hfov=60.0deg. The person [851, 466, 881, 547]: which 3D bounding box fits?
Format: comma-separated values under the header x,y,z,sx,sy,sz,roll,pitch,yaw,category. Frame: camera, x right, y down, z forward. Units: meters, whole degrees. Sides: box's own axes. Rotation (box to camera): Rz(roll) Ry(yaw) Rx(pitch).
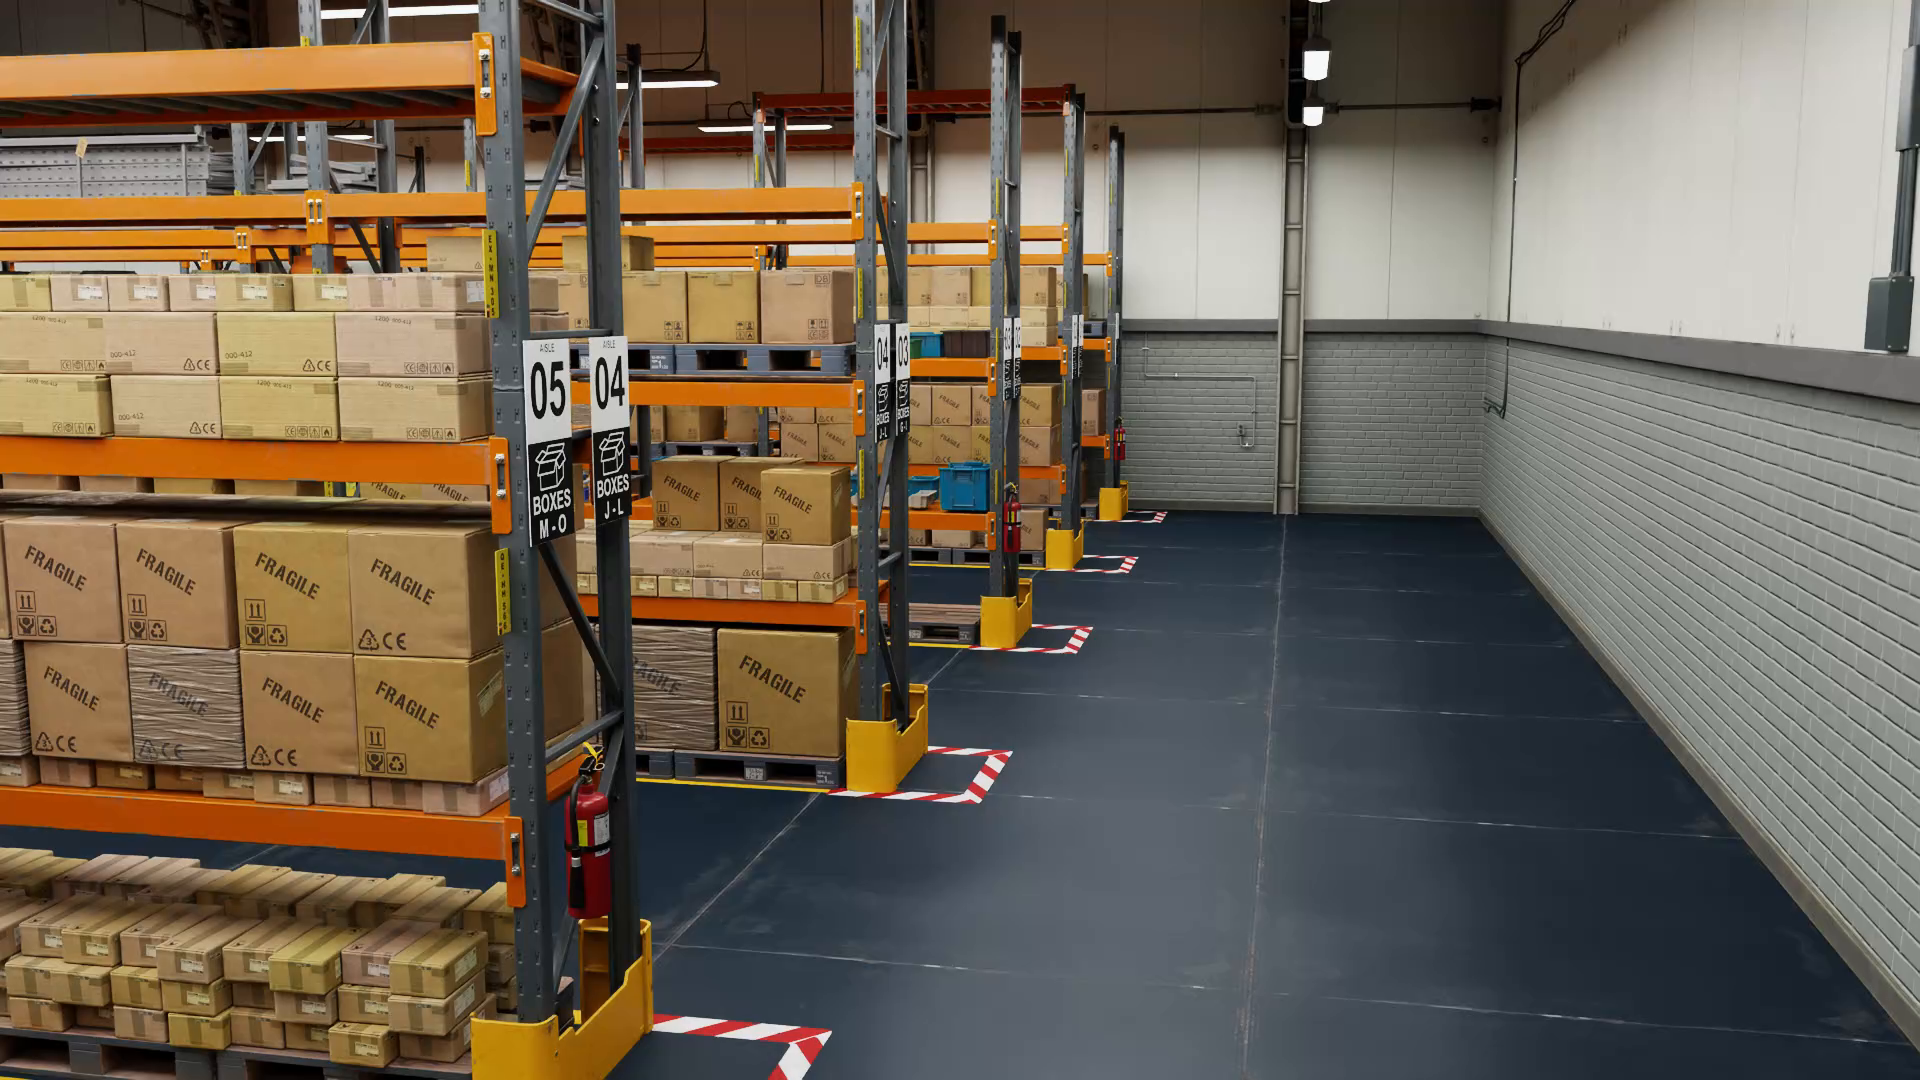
x,y,z,sx,sy,sz,roll,pitch,yaw,category
-1.049,0.020,17.737,0.390,1.671,0.467,2,8,12,person
